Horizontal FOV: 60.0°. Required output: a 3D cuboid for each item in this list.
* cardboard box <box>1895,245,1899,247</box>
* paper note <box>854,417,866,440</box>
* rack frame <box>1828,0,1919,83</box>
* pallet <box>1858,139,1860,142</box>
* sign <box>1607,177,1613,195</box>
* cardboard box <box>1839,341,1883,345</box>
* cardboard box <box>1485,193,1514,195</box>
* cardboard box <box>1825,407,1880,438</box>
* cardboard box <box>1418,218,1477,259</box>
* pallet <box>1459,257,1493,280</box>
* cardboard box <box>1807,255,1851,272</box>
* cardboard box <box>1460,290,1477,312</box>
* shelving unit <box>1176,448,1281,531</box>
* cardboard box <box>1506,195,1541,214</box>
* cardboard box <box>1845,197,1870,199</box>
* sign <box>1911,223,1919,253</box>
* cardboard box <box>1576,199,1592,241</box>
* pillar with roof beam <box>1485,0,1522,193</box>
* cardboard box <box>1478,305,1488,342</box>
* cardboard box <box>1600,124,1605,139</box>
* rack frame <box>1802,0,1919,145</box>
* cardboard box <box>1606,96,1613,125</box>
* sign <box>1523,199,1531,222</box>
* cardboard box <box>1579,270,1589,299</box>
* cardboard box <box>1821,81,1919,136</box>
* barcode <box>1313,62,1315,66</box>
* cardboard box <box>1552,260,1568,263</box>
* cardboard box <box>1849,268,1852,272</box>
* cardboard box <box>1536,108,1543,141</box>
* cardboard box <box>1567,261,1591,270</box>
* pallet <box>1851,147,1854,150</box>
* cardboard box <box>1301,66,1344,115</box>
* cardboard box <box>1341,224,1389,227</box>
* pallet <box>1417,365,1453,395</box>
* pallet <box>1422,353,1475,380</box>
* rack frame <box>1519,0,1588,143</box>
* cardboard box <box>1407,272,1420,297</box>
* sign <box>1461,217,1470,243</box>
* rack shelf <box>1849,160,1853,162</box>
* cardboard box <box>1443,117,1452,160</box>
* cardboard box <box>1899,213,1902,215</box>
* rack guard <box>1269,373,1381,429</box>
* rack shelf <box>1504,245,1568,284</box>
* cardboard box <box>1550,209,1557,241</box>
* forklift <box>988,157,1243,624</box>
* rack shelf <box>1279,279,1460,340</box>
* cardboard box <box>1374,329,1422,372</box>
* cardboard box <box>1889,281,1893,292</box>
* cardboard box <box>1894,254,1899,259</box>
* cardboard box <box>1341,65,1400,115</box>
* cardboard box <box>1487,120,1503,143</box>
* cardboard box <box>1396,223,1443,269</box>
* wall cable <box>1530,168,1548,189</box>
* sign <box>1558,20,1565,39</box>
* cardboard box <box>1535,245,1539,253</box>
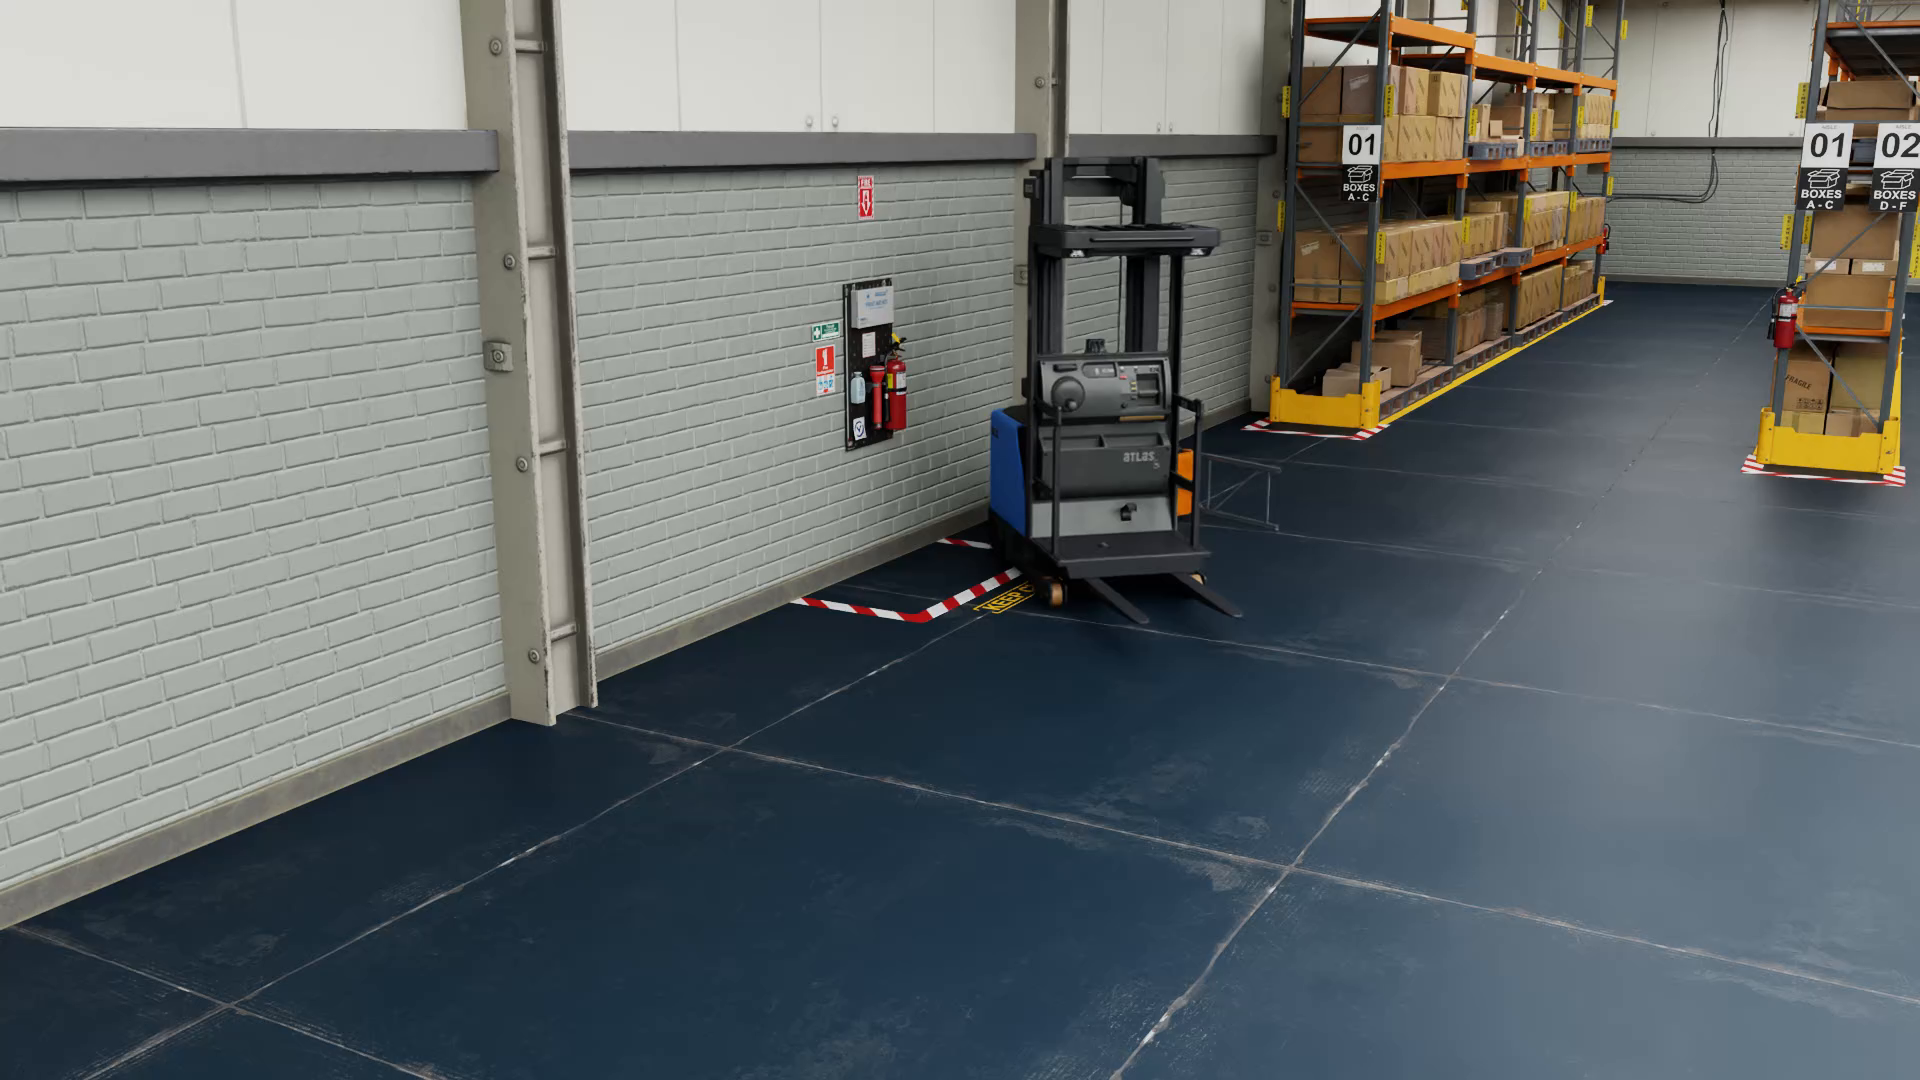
[{"bbox_3d":[9.818,-3.075,17.792,0.380,0.149,0.250,7,15,28],"label":"cardboard box"},{"bbox_3d":[-0.709,-0.791,11.794,0.016,0.148,0.142,7,15,28],"label":"paper note"},{"bbox_3d":[10.256,-5.916,18.374,1.000,3.000,0.127,7,15,28],"label":"rack frame"},{"bbox_3d":[9.866,-4.237,17.998,1.003,0.211,1.213,7,15,28],"label":"pallet"},{"bbox_3d":[12.187,-6.636,31.184,0.100,0.325,0.005,7,15,28],"label":"sign"},{"bbox_3d":[9.733,-1.908,17.918,0.500,0.500,0.500,7,15,28],"label":"cardboard box"},{"bbox_3d":[8.594,-5.386,26.485,0.500,0.250,0.500,7,15,27],"label":"cardboard box"},{"bbox_3d":[8.776,-1.132,16.298,0.500,0.250,0.500,7,15,28],"label":"cardboard box"},{"bbox_3d":[6.470,-4.037,22.228,0.700,0.500,0.500,9,16,34],"label":"cardboard box"},{"bbox_3d":[6.414,-3.608,22.007,1.003,0.211,1.213,7,15,28],"label":"pallet"},{"bbox_3d":[8.465,-2.697,16.223,0.380,0.149,0.250,8,16,29],"label":"cardboard box"},{"bbox_3d":[6.974,-3.375,23.427,0.500,0.250,0.500,7,15,28],"label":"cardboard box"},{"bbox_3d":[1.643,-0.386,13.326,1.083,0.587,1.500,-10,17,-36],"label":"shelving unit"},{"bbox_3d":[8.556,-5.123,25.392,0.500,0.250,0.500,7,15,27],"label":"cardboard box"},{"bbox_3d":[9.561,-3.381,17.676,0.700,0.500,0.500,7,15,28],"label":"cardboard box"},{"bbox_3d":[10.742,-3.397,18.707,0.100,0.325,0.005,7,15,28],"label":"sign"},{"bbox_3d":[10.762,-5.757,29.871,0.980,0.700,0.700,7,15,25],"label":"cardboard box"},{"bbox_3d":[13.135,-7.872,26.486,9.100,9.000,0.400,7,15,28],"label":"pillar with roof beam"},{"bbox_3d":[7.198,-3.134,24.026,0.700,0.500,0.500,7,15,28],"label":"cardboard box"},{"bbox_3d":[11.346,-7.373,30.028,0.500,0.250,0.500,7,15,26],"label":"cardboard box"},{"bbox_3d":[8.322,-5.096,14.970,1.000,3.000,0.127,7,15,28],"label":"rack frame"},{"bbox_3d":[11.604,-7.844,30.380,0.500,0.500,0.500,7,15,28],"label":"cardboard box"},{"bbox_3d":[8.331,-4.846,24.433,0.100,0.325,0.005,7,15,28],"label":"sign"},{"bbox_3d":[11.226,-4.754,30.789,0.700,0.500,0.500,7,15,28],"label":"cardboard box"},{"bbox_3d":[8.604,-4.077,15.731,0.797,0.503,0.637,9,16,32],"label":"cardboard box"},{"bbox_3d":[3.890,-5.227,18.286,0.001,0.075,0.075,7,15,28],"label":"barcode"},{"bbox_3d":[11.109,-5.116,30.908,0.380,0.149,0.250,7,15,28],"label":"cardboard box"},{"bbox_3d":[8.809,-2.431,16.502,0.700,0.500,0.500,8,16,29],"label":"cardboard box"},{"bbox_3d":[8.753,-6.537,26.198,0.700,0.500,0.500,7,15,28],"label":"cardboard box"},{"bbox_3d":[11.442,-5.072,30.726,0.380,0.149,0.250,8,16,30],"label":"cardboard box"},{"bbox_3d":[10.671,-4.548,19.505,0.805,0.209,1.217,7,15,26],"label":"pallet"},{"bbox_3d":[3.964,-4.861,18.005,0.500,0.500,0.500,8,16,31],"label":"cardboard box"},{"bbox_3d":[4.767,-3.474,19.721,0.500,0.500,0.500,8,16,29],"label":"cardboard box"},{"bbox_3d":[5.624,-2.063,21.141,1.003,0.211,1.213,7,15,28],"label":"pallet"},{"bbox_3d":[6.293,-2.365,22.392,1.003,0.211,1.213,7,15,28],"label":"pallet"},{"bbox_3d":[9.785,-8.118,27.507,1.000,3.000,0.127,7,15,28],"label":"rack frame"},{"bbox_3d":[4.988,-2.953,19.159,0.500,0.250,0.500,7,15,27],"label":"cardboard box"},{"bbox_3d":[6.396,-3.921,21.052,0.100,0.325,0.005,7,15,28],"label":"sign"},{"bbox_3d":[11.223,-4.519,20.512,1.077,0.370,4.000,7,15,28],"label":"rack shelf"},{"bbox_3d":[5.634,-4.843,20.066,0.500,0.500,0.500,6,15,23],"label":"cardboard box"},{"bbox_3d":[13.323,-4.525,24.292,0.700,0.500,0.500,3,14,14],"label":"cardboard box"},{"bbox_3d":[4.021,-1.540,18.356,1.175,0.500,0.348,7,15,28],"label":"rack guard"},{"bbox_3d":[8.818,-4.442,26.592,1.077,0.370,4.000,7,15,28],"label":"rack shelf"},{"bbox_3d":[9.294,-5.074,26.788,0.500,0.500,0.500,7,15,28],"label":"cardboard box"},{"bbox_3d":[1.054,-1.072,11.227,1.130,2.935,3.031,-3,14,-13],"label":"forklift"},{"bbox_3d":[4.951,-2.800,19.784,1.077,0.370,4.000,7,15,28],"label":"rack shelf"},{"bbox_3d":[5.451,-2.342,20.741,0.500,0.500,0.500,6,15,24],"label":"cardboard box"},{"bbox_3d":[10.863,-3.036,19.765,0.380,0.149,0.250,7,15,28],"label":"cardboard box"},{"bbox_3d":[9.071,-2.756,16.469,0.380,0.149,0.250,7,15,27],"label":"cardboard box"},{"bbox_3d":[4.383,-4.794,17.729,0.500,0.500,0.500,6,15,24],"label":"cardboard box"},{"bbox_3d":[7.144,-5.644,23.380,0.797,0.503,0.637,10,17,36],"label":"cardboard box"},{"bbox_3d":[5.471,-3.525,19.931,0.500,0.500,0.500,7,15,26],"label":"cardboard box"},{"bbox_3d":[11.510,-6.886,33.029,0.084,1.984,1.851,7,15,28],"label":"wall cable"},{"bbox_3d":[11.236,-9.534,31.049,0.100,0.325,0.005,7,15,28],"label":"sign"},{"bbox_3d":[8.945,-4.626,26.315,0.380,0.149,0.250,7,15,28],"label":"cardboard box"}]
